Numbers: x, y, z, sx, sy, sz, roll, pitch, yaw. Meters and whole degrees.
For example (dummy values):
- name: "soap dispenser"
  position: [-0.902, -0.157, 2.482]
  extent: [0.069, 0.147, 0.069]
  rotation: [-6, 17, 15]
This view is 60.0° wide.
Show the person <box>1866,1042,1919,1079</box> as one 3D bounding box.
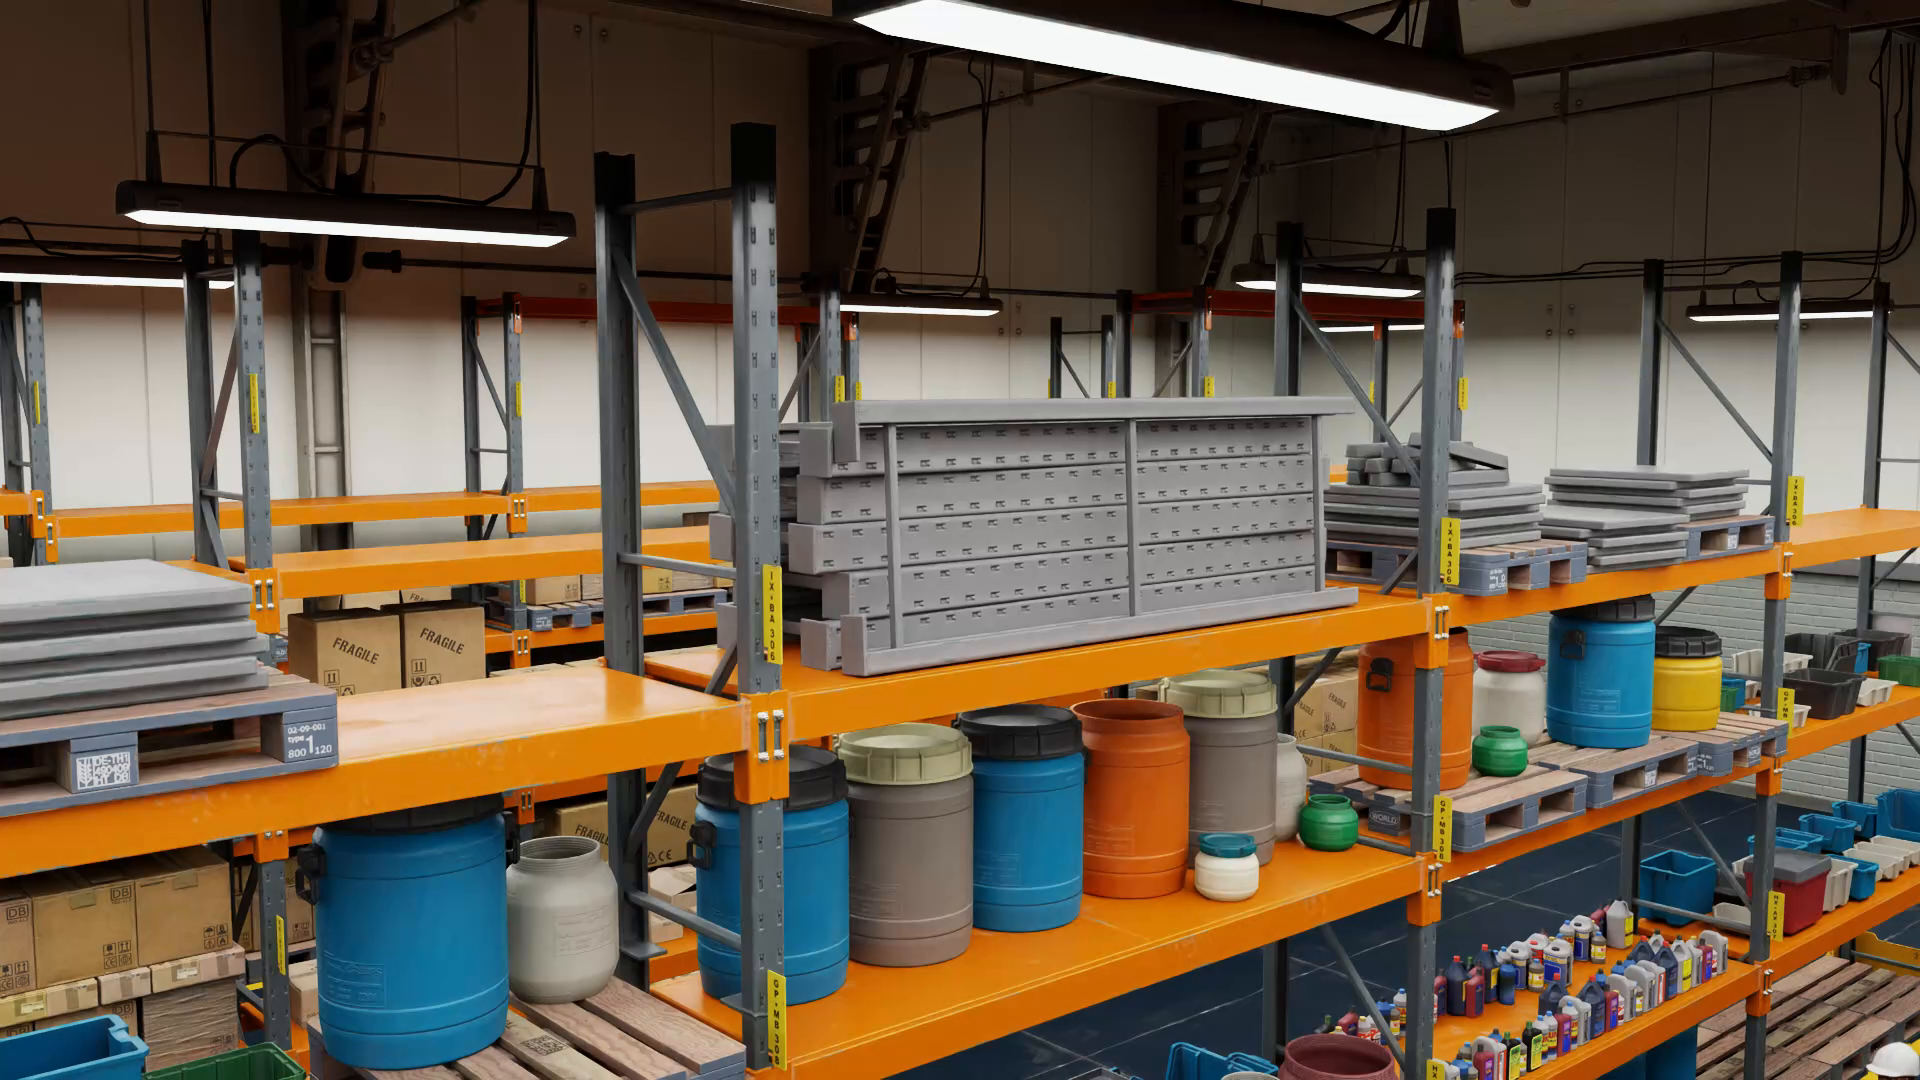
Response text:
- name: "person"
  position: [5.030, 3.477, 8.764]
  extent: [0.678, 1.740, 0.636]
  rotation: [-3, 6, -29]
